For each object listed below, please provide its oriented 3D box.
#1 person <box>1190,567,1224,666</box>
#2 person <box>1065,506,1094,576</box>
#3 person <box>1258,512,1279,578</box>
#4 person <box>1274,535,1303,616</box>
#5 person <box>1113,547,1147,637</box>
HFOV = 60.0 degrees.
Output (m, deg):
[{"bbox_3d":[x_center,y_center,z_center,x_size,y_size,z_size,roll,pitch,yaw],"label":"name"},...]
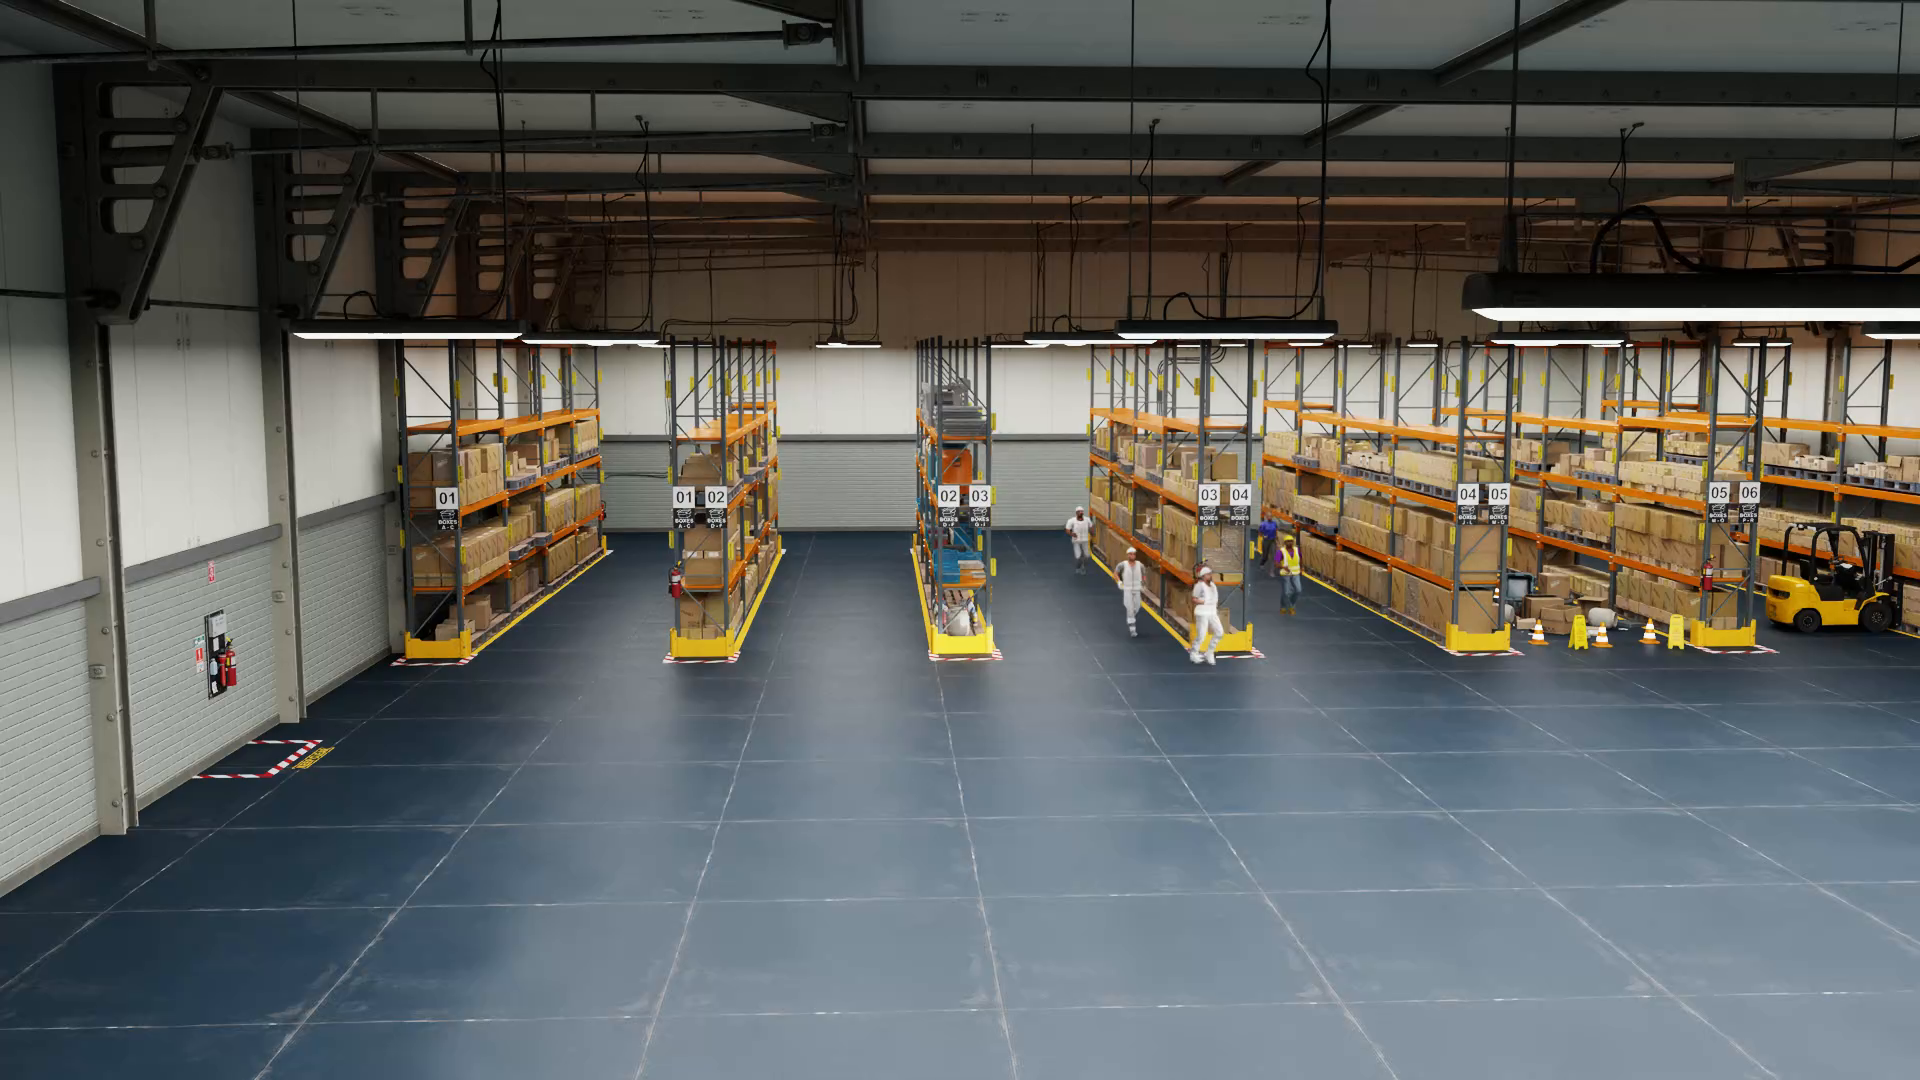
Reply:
[{"bbox_3d":[4.523,1.397,30.379,0.685,1.805,0.627,-5,8,-39],"label":"person"},{"bbox_3d":[2.956,0.041,40.774,0.757,1.737,0.541,-1,7,-8],"label":"person"},{"bbox_3d":[7.853,0.102,42.313,0.586,1.653,0.904,-1,7,-7],"label":"person"},{"bbox_3d":[7.149,0.768,36.048,0.699,1.760,0.665,-1,7,-7],"label":"person"},{"bbox_3d":[3.458,1.029,33.725,0.655,1.777,0.864,-1,7,-9],"label":"person"}]
